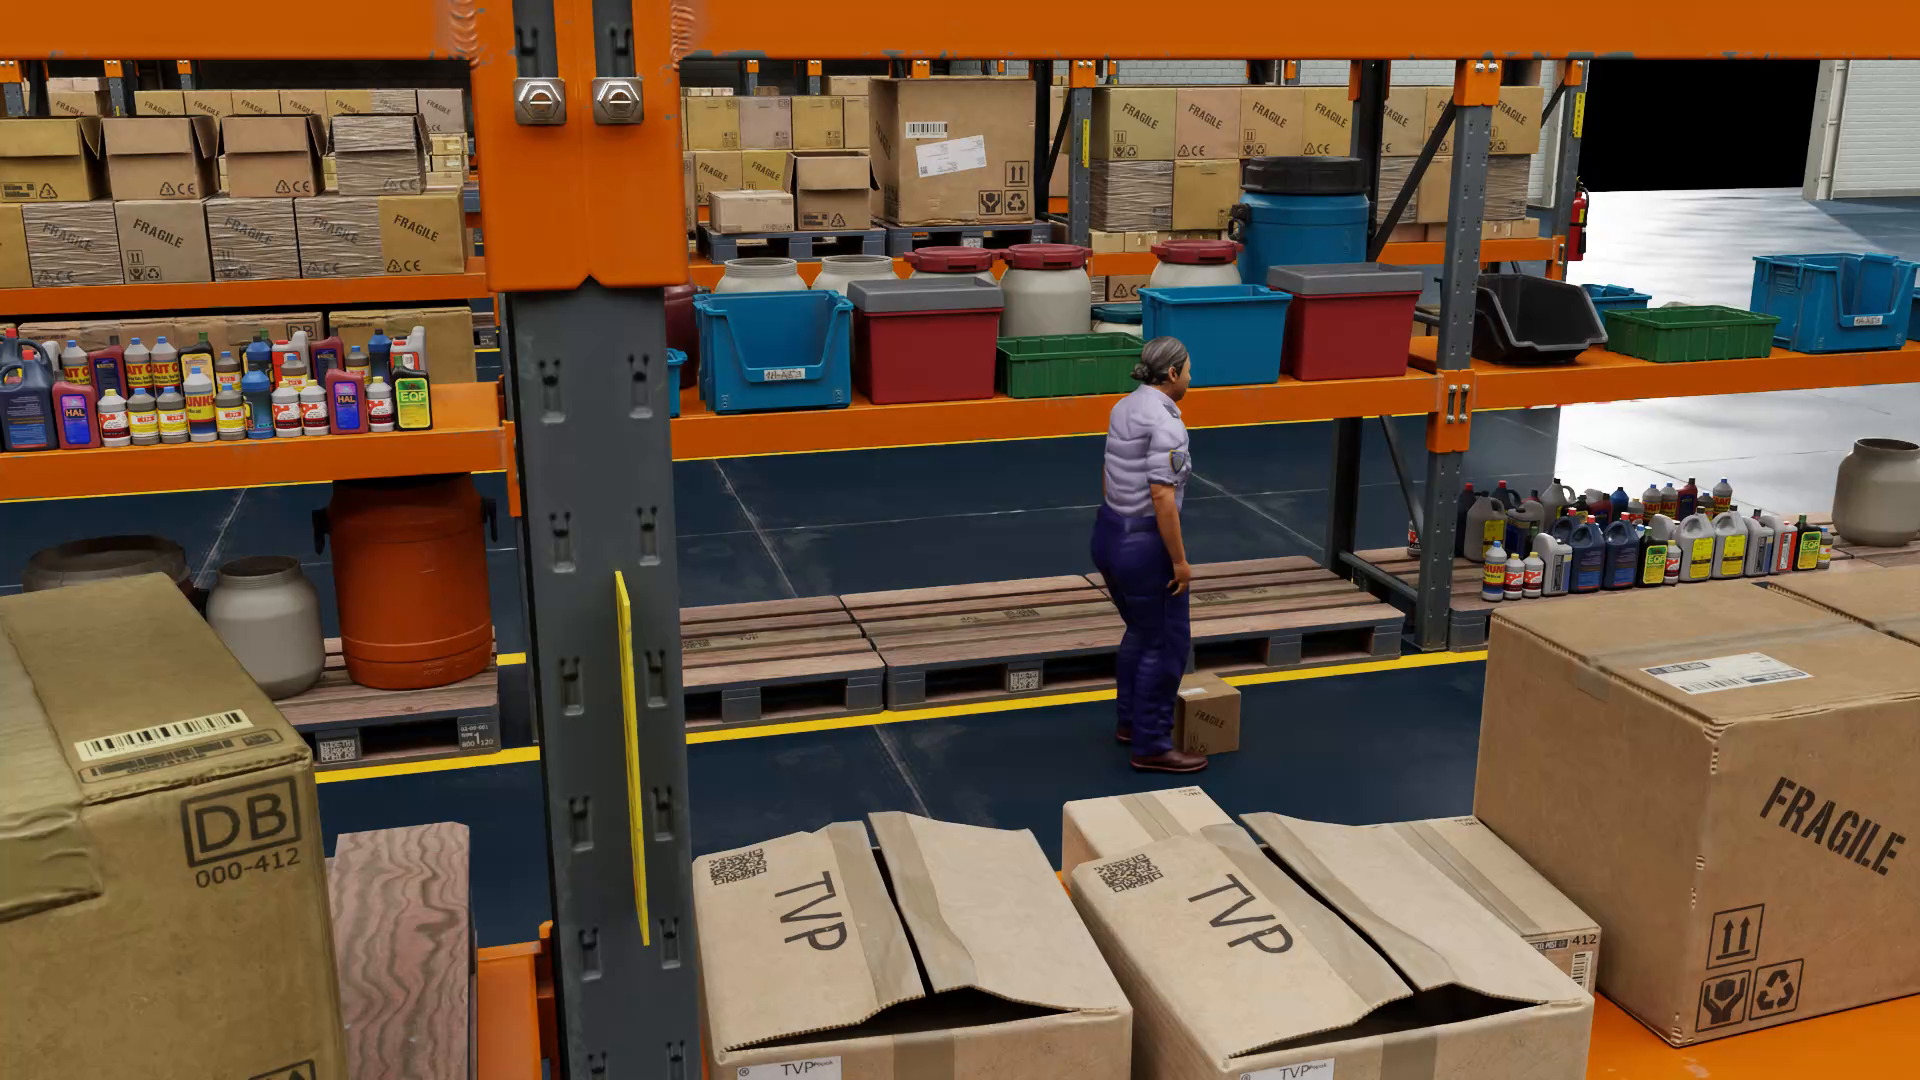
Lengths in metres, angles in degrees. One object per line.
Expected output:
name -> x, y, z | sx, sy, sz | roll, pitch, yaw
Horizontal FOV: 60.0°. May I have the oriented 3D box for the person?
person -> 0.746, 0.042, 6.402 | 0.426, 1.651, 0.559 | -6, 17, -19
